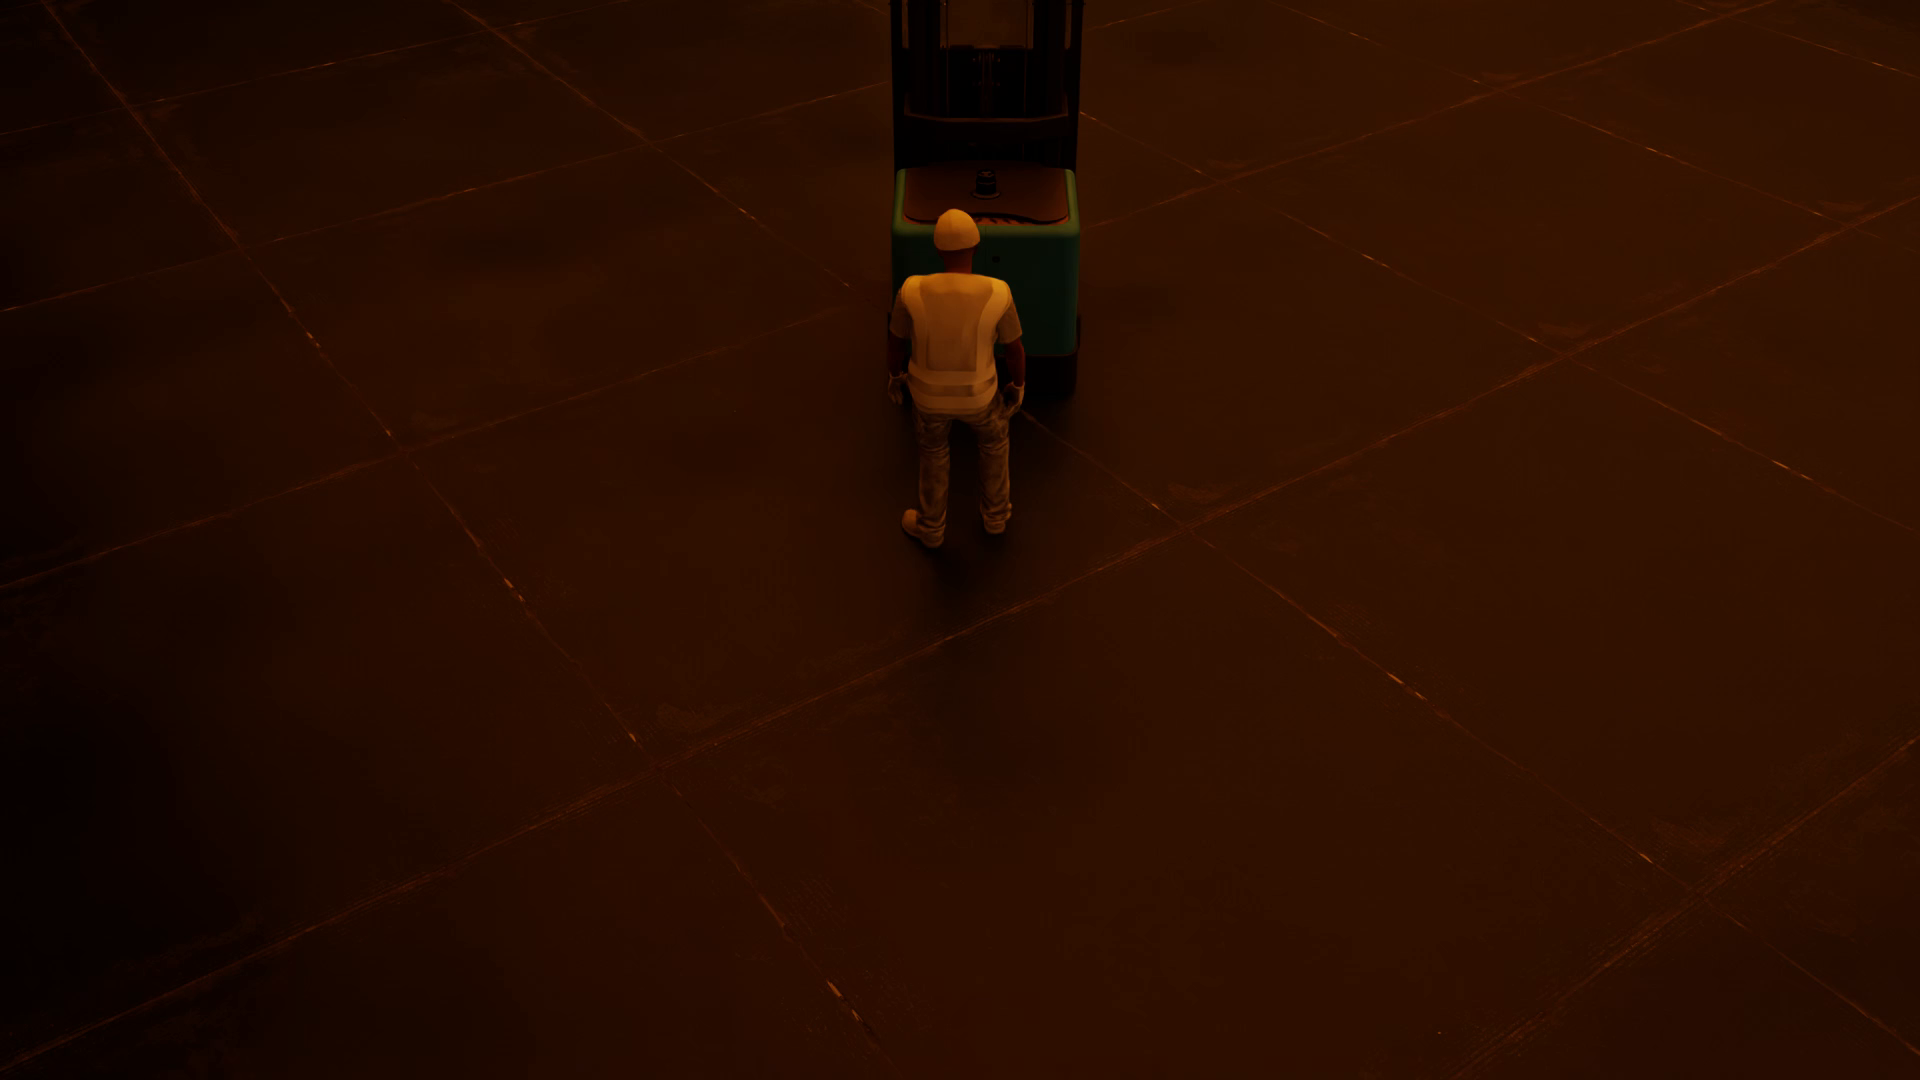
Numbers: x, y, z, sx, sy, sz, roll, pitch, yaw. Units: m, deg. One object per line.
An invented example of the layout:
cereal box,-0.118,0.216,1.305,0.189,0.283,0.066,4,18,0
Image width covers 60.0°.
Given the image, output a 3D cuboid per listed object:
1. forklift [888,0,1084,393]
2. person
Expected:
forklift,0.153,-2.856,9.807,1.130,2.935,3.031,0,36,0
person,-0.019,-0.764,7.974,0.664,1.756,0.513,2,37,3
